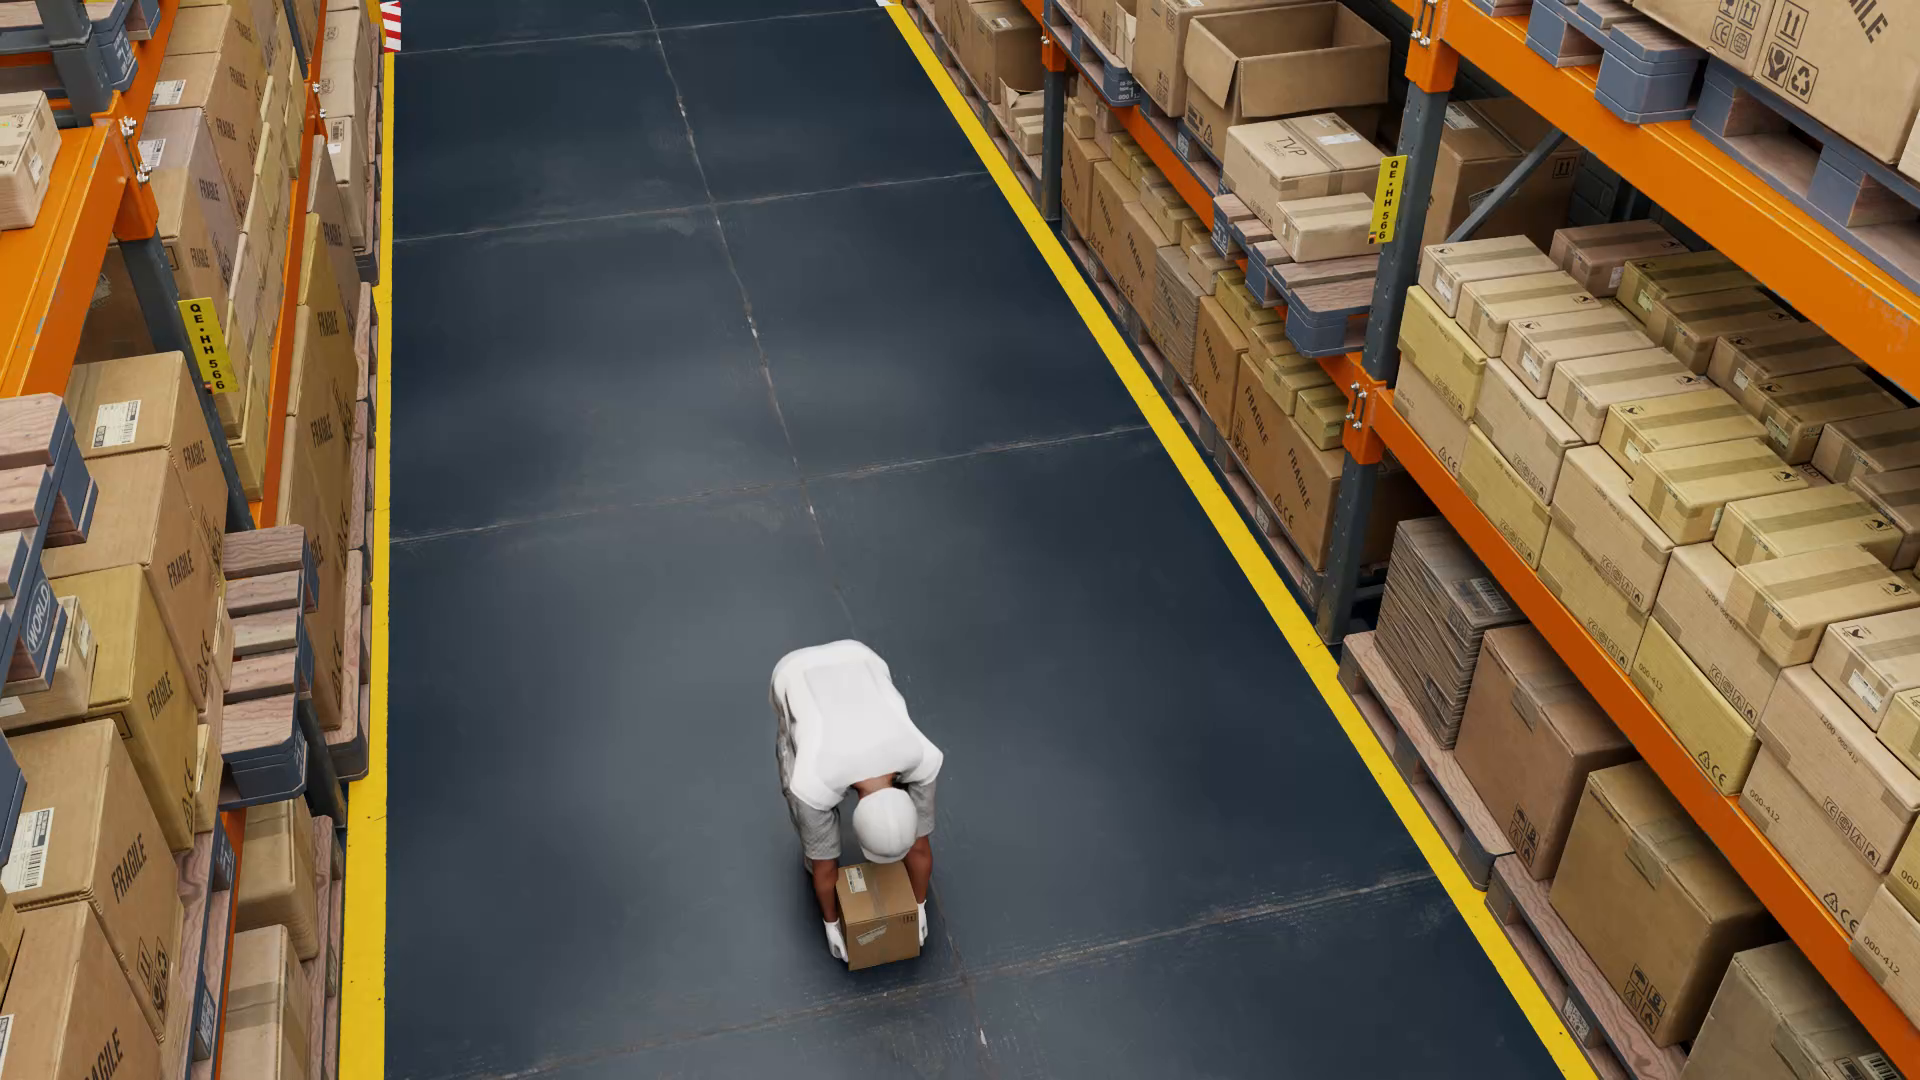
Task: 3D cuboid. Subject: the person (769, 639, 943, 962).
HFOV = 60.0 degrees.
[{"bbox_3d":[-0.347,0.879,5.805,0.534,0.845,0.992,-10,39,-13],"label":"person"}]
